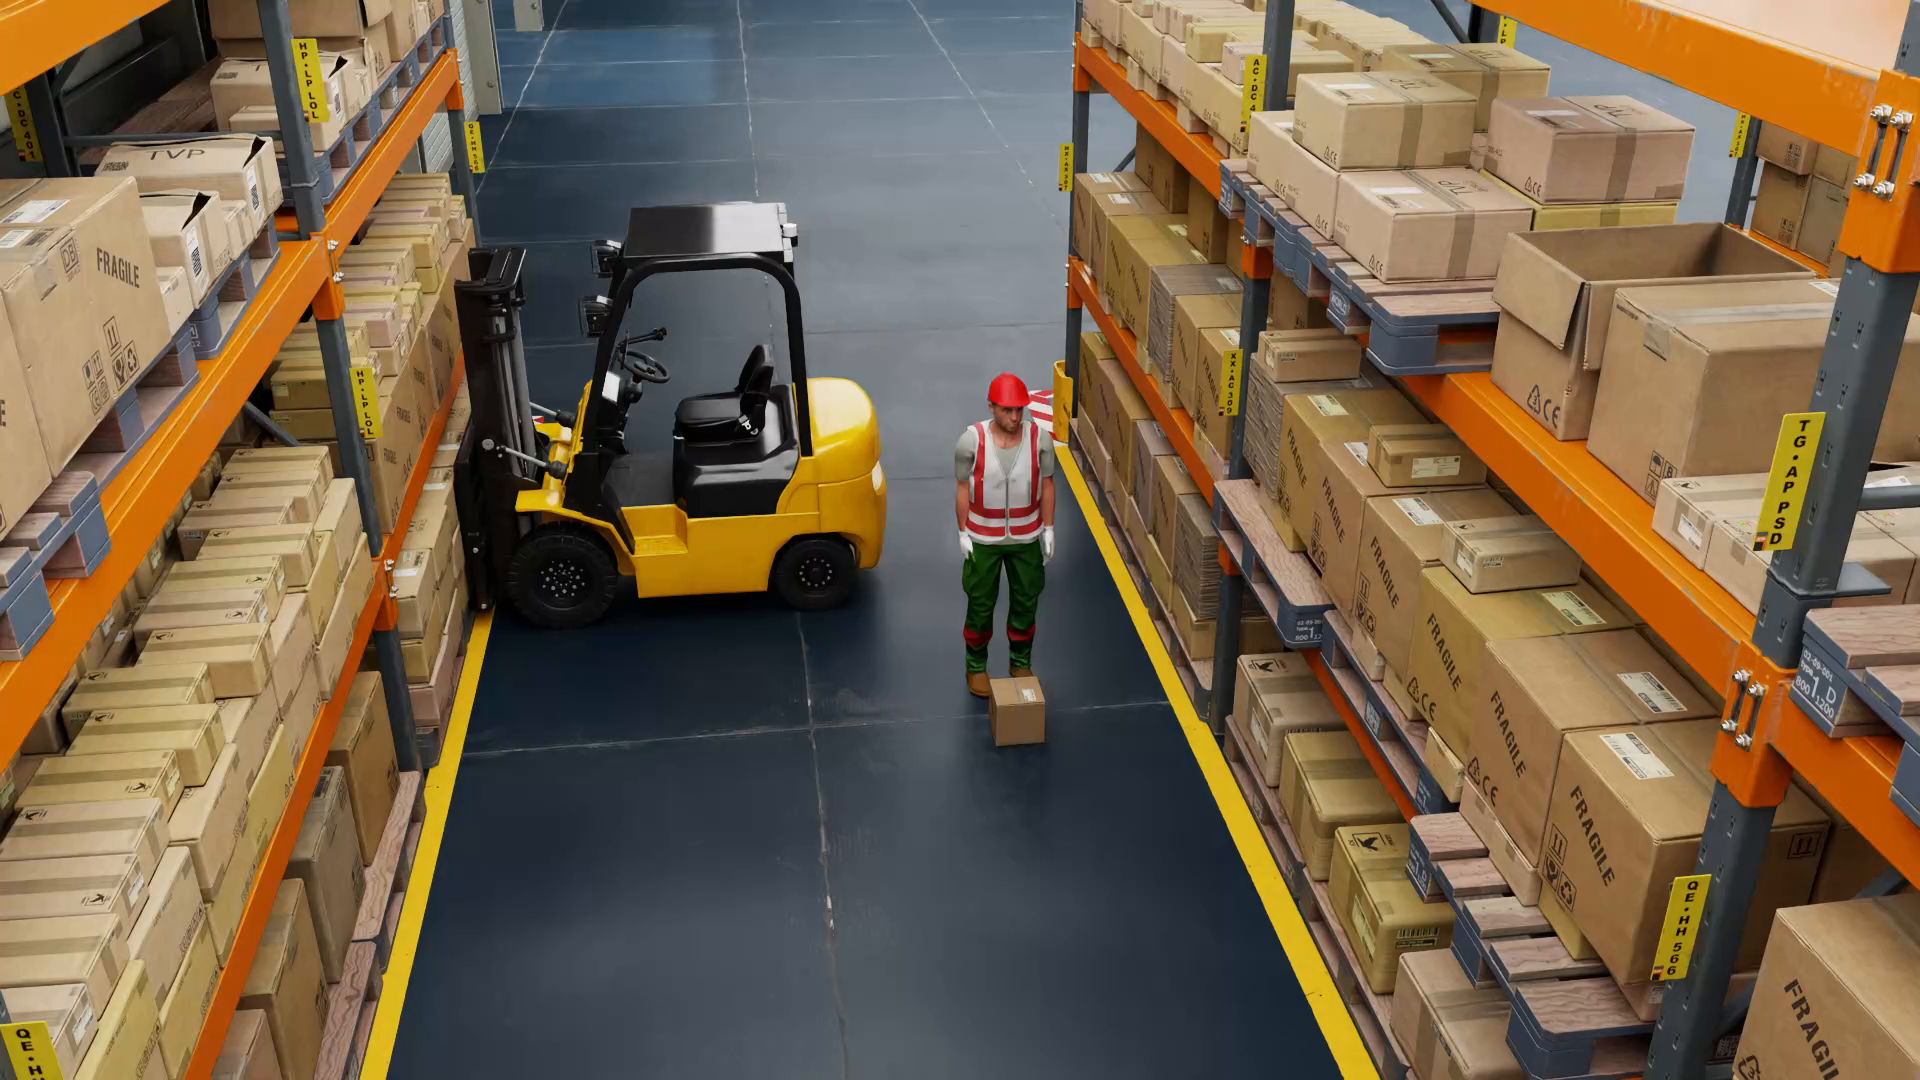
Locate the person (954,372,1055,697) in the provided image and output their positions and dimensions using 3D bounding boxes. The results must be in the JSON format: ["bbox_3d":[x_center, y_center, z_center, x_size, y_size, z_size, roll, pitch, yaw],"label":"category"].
[{"bbox_3d":[0.237,-0.024,8.640,0.526,1.783,0.336,-4,27,-8],"label":"person"}]
